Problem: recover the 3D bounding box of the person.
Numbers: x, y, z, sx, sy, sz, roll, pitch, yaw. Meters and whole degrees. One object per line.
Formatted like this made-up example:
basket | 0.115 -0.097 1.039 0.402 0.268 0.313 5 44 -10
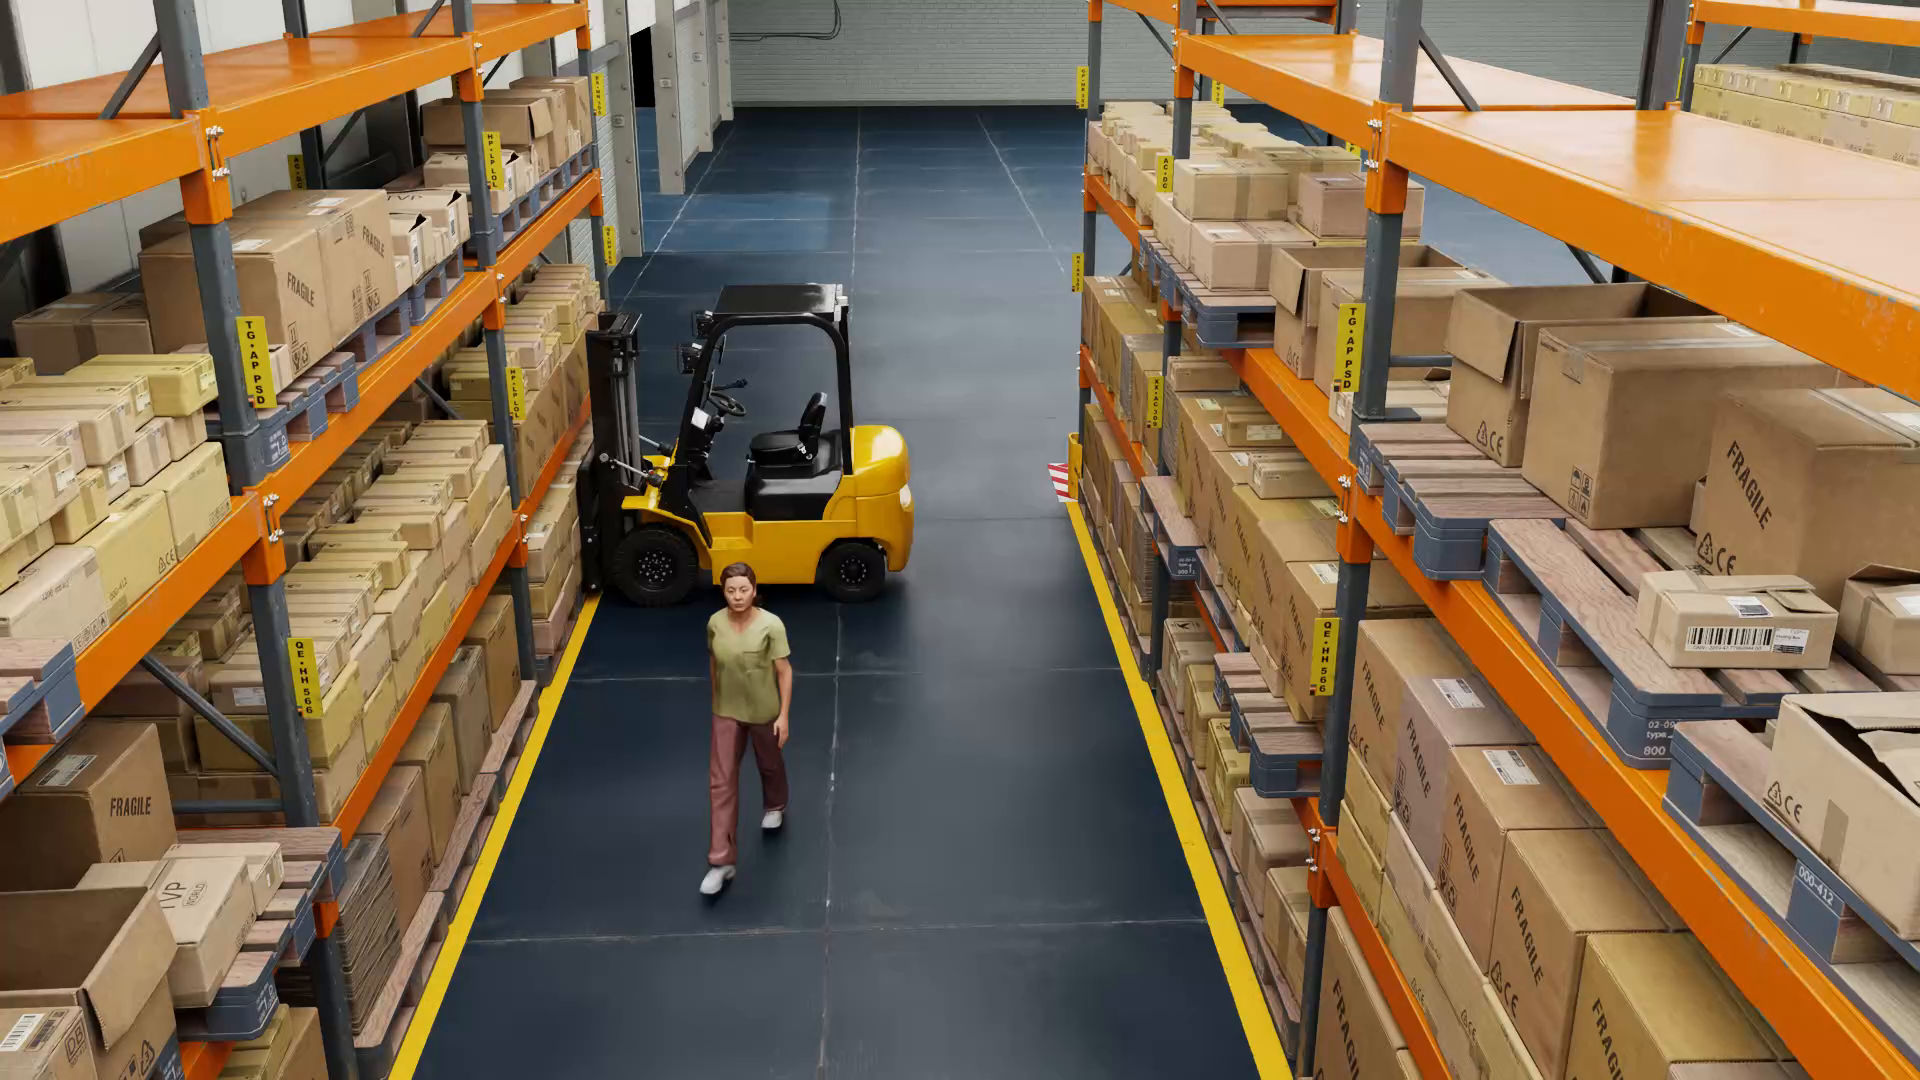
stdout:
person | -1.108 0.915 8.604 0.481 1.602 1.002 2 21 6
